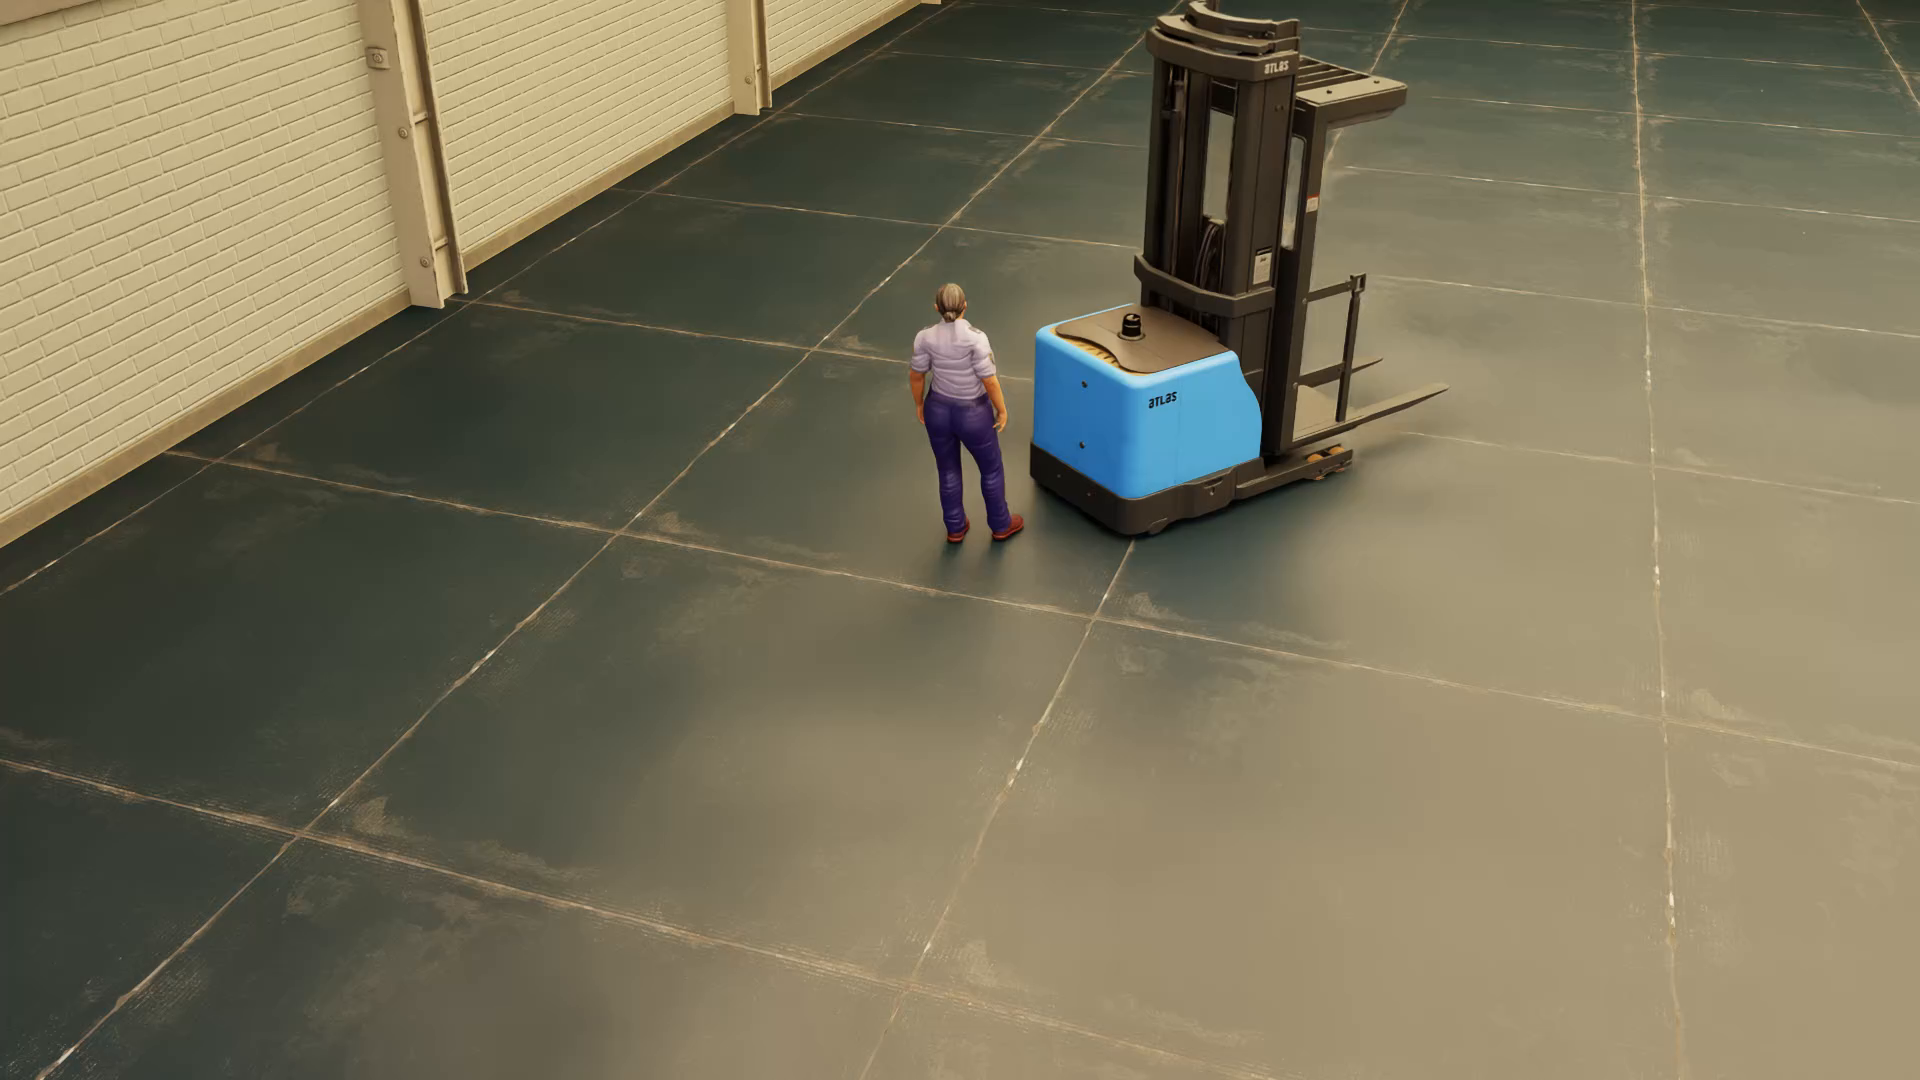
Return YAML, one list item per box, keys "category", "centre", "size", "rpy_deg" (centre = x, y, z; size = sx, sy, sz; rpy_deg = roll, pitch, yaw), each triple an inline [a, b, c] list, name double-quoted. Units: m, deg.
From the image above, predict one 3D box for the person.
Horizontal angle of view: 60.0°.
- category: "person"
  centre: [0.043, -0.762, 9.758]
  size: [0.611, 1.651, 0.501]
  rpy_deg: [10, 31, 17]

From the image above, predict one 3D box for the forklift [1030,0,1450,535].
- category: "forklift"
  centre: [1.954, -1.858, 10.395]
  size: [3.031, 2.935, 1.130]
  rpy_deg: [-19, 35, -29]
